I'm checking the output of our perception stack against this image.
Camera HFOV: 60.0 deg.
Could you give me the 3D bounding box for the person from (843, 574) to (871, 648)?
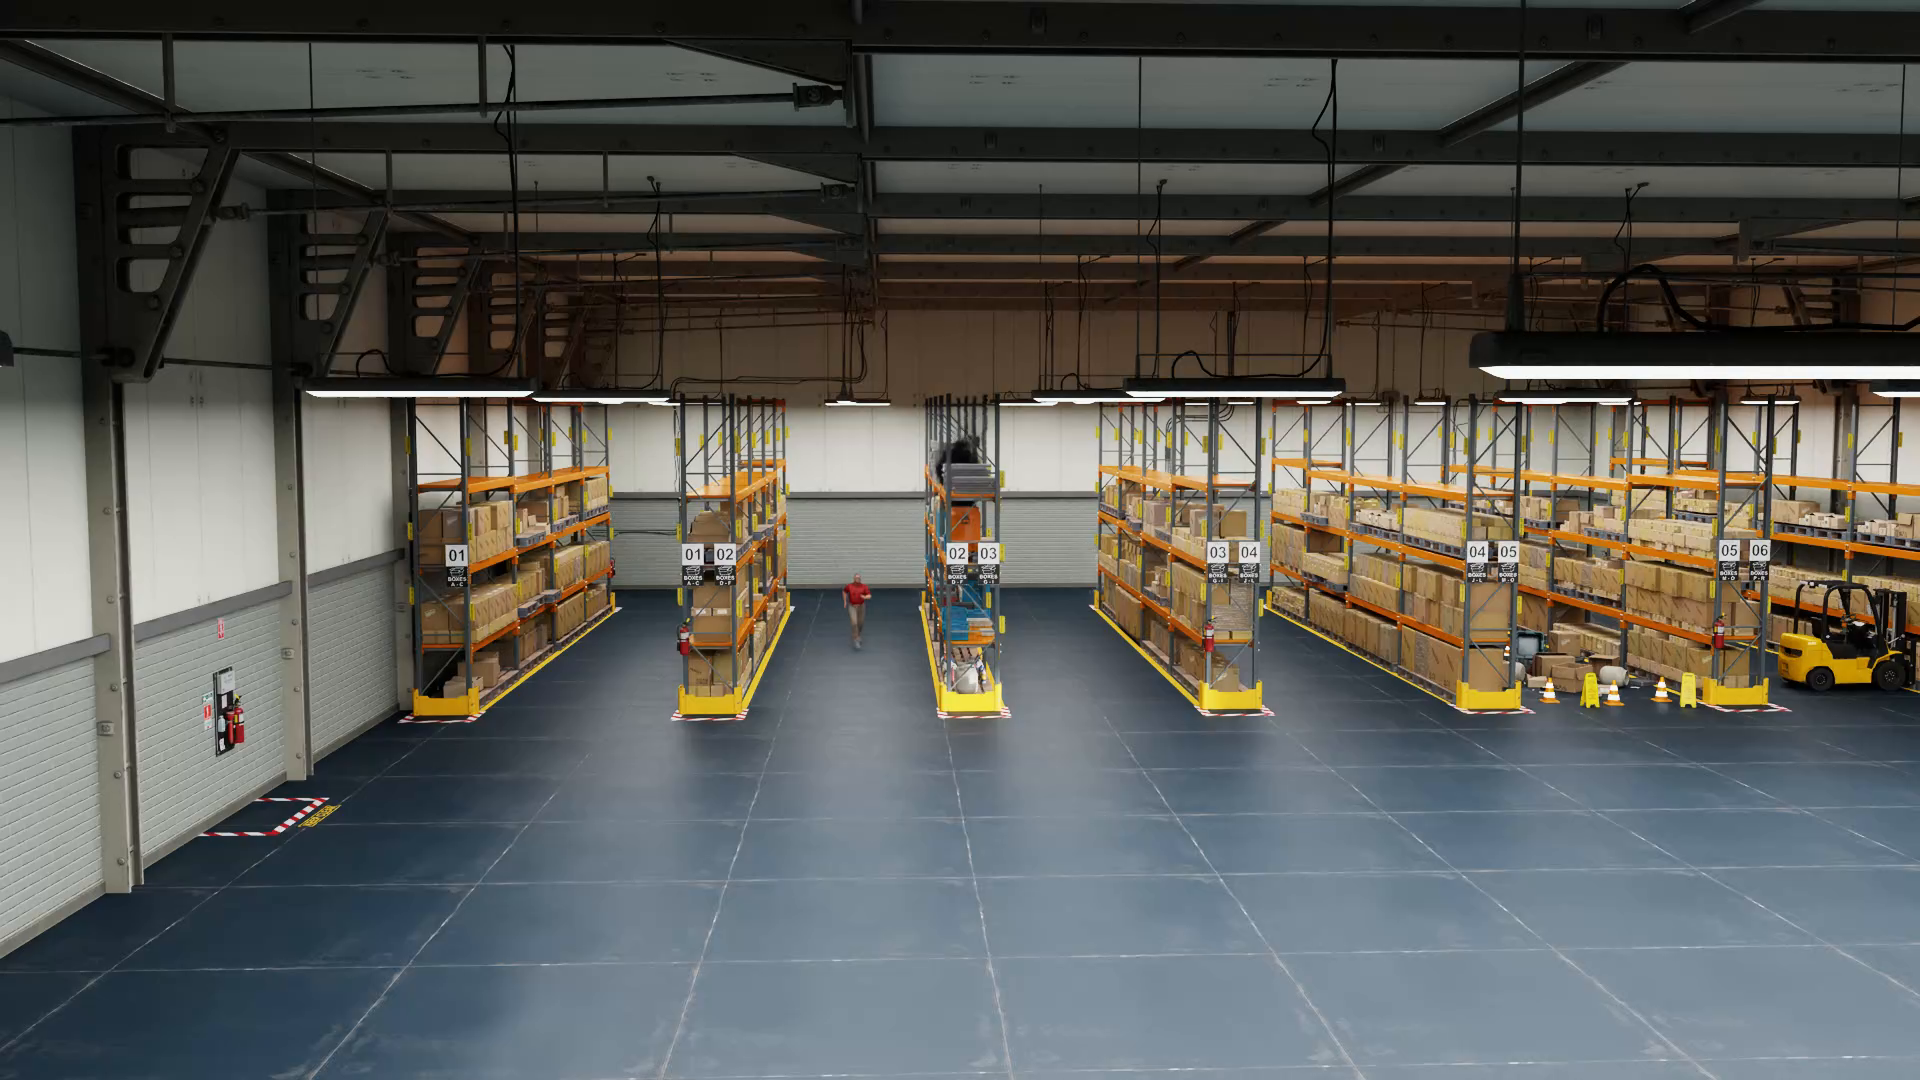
[{"bbox_3d":[-2.470,1.676,40.051,0.652,1.740,0.969,-1,5,-12],"label":"person"}]
